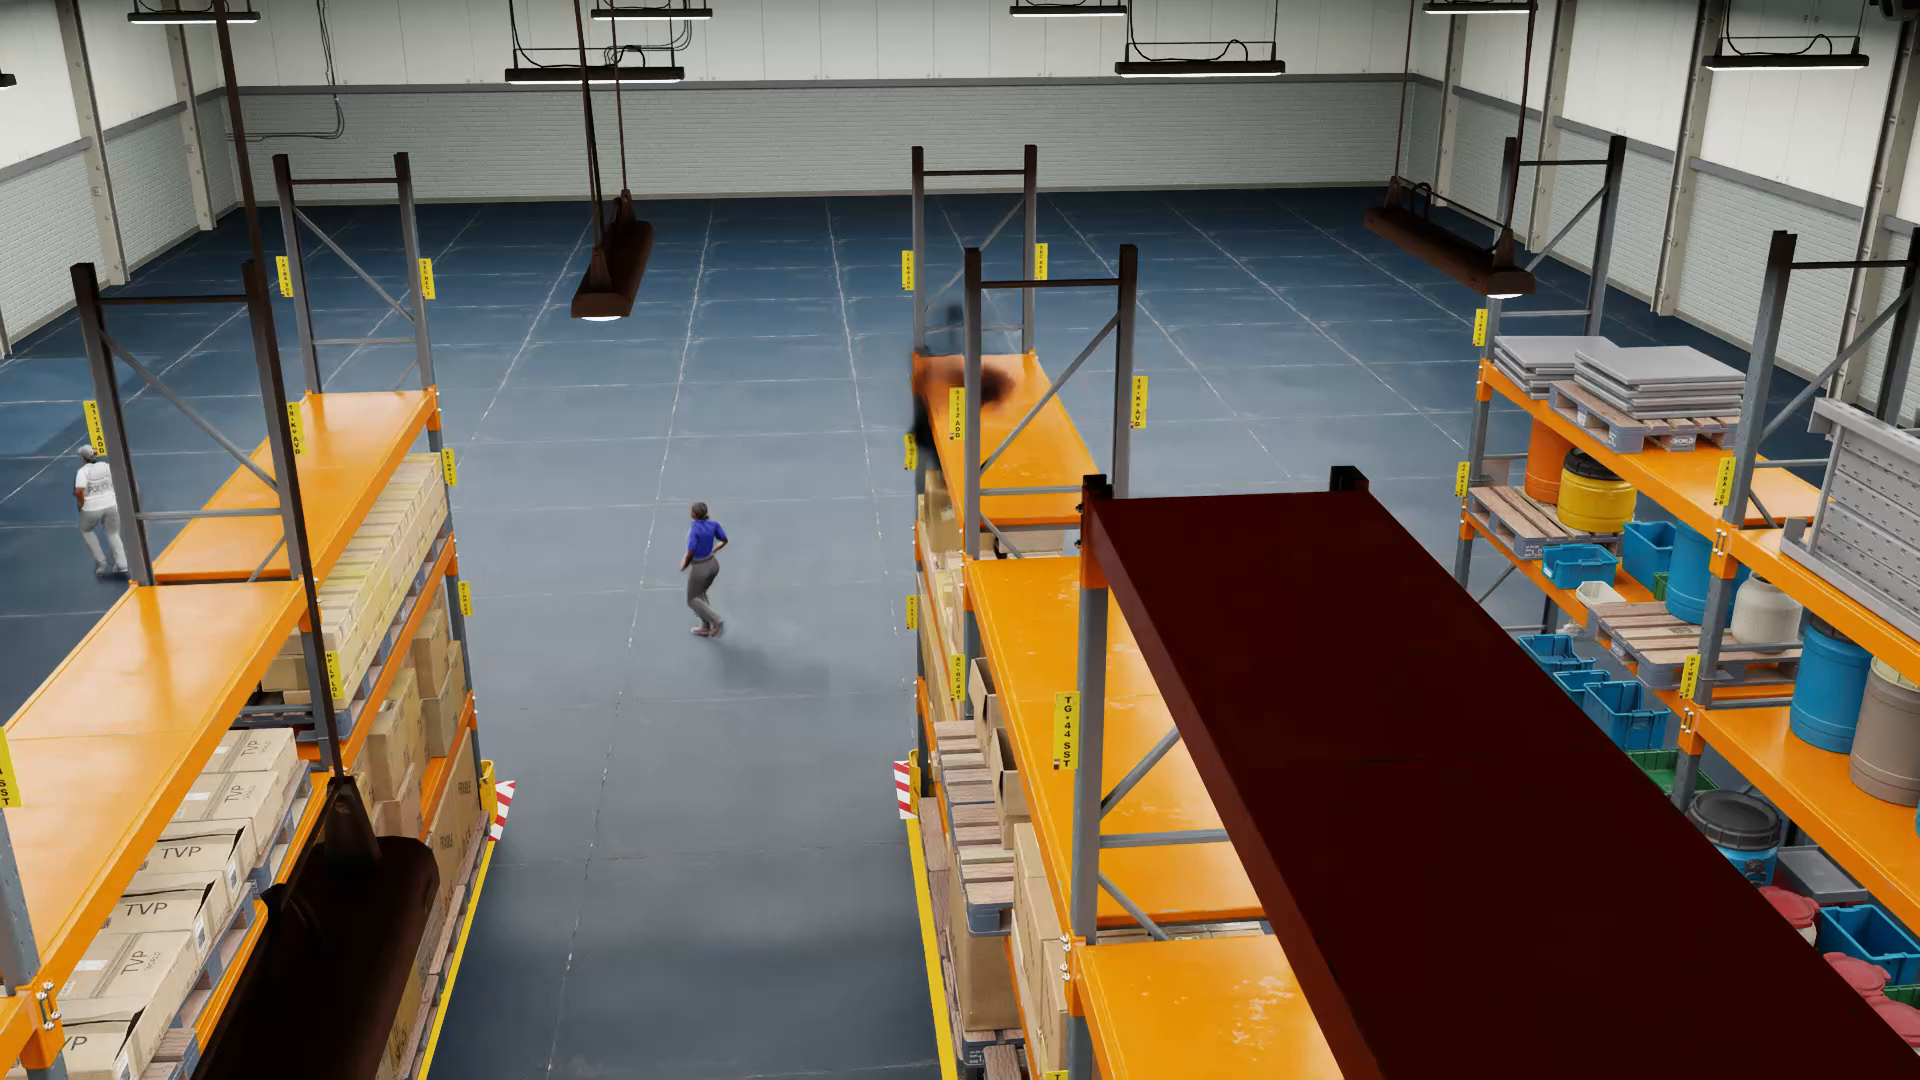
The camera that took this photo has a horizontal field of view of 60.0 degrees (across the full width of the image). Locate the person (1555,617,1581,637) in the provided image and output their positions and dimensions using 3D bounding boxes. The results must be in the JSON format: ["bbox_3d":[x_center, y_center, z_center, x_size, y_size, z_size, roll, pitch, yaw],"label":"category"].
[{"bbox_3d":[7.111,0.331,18.382,0.923,1.795,0.666,10,24,24],"label":"person"}]

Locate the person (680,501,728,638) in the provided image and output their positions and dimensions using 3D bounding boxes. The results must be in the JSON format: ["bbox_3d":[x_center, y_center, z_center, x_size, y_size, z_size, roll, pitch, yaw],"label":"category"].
[{"bbox_3d":[-2.832,0.339,18.603,0.572,1.632,0.598,15,26,33],"label":"person"}]

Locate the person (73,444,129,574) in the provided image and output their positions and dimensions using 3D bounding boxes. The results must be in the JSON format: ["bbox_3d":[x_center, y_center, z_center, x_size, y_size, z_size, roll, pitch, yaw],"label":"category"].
[{"bbox_3d":[-10.527,-0.354,20.316,0.673,1.710,0.582,19,29,40],"label":"person"}]
